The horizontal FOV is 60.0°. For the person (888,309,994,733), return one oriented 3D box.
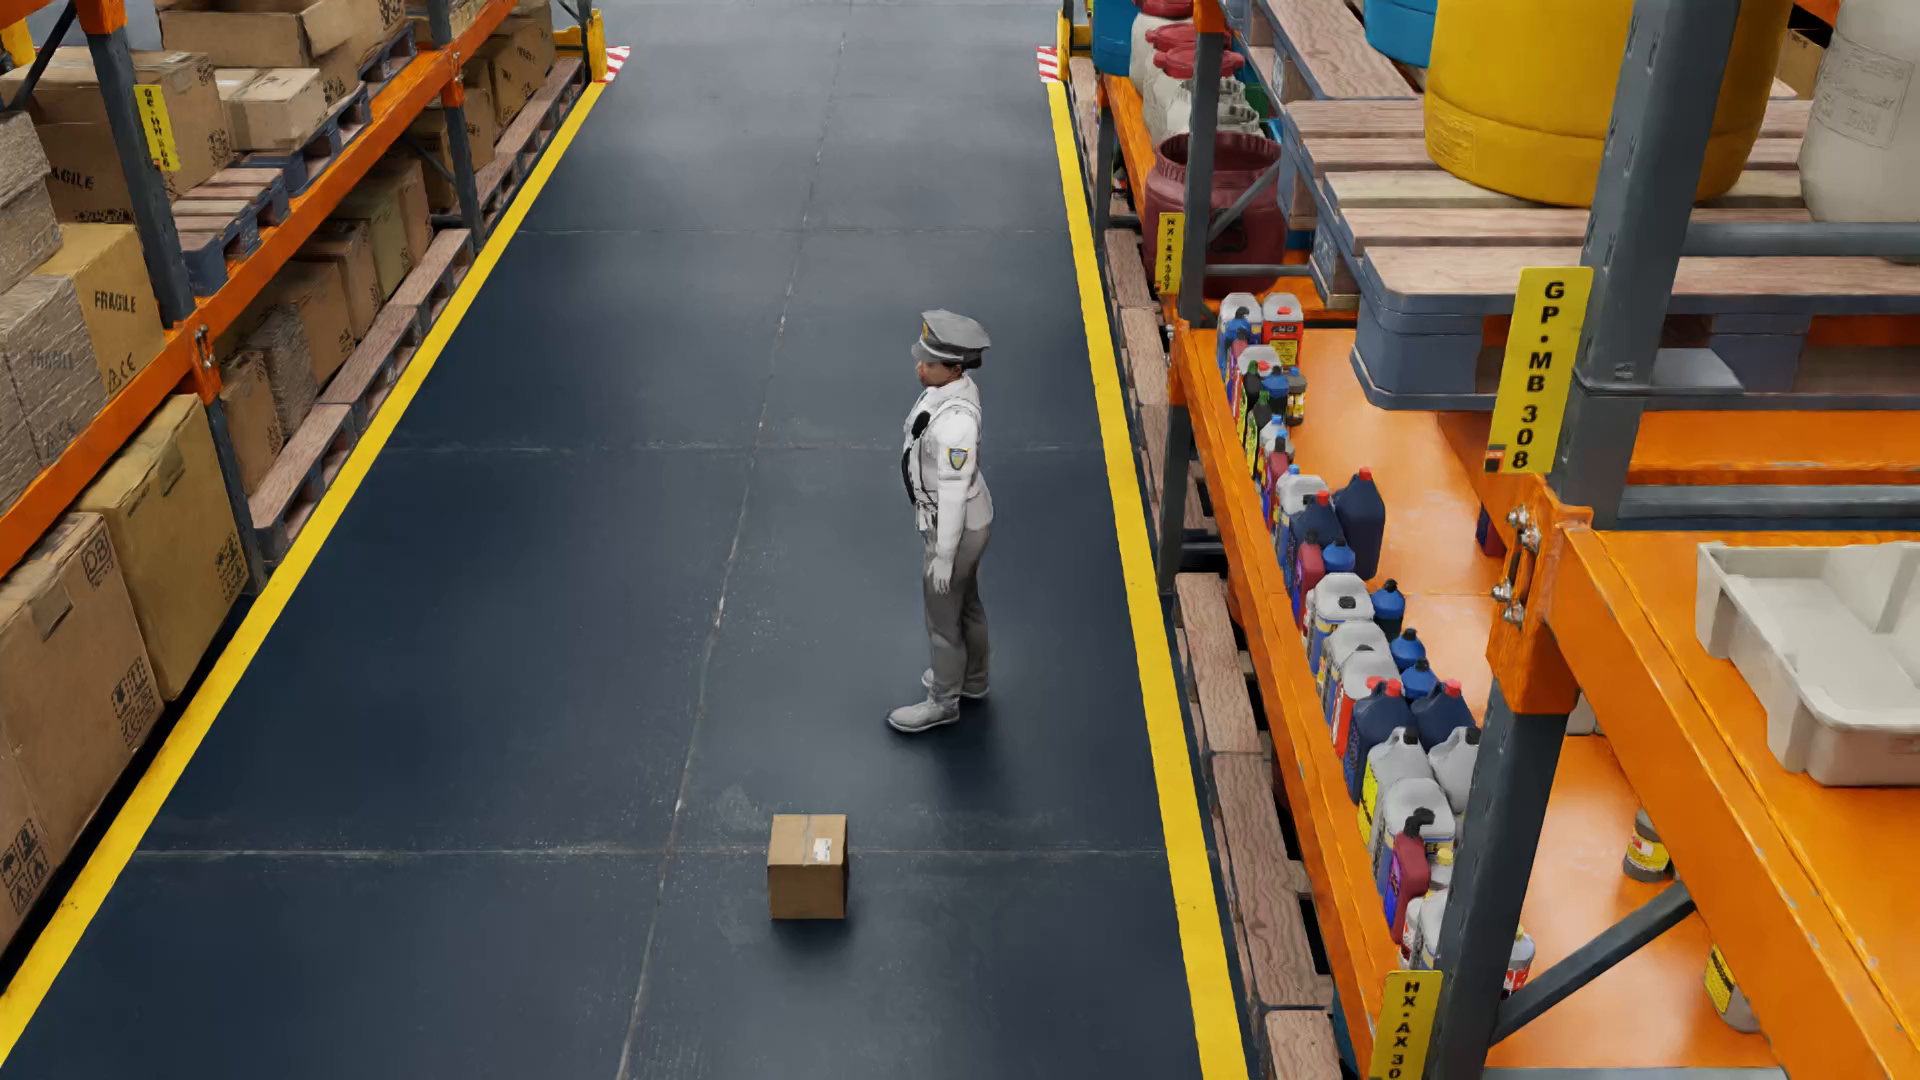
[{"bbox_3d":[-0.080,-0.063,6.181,0.405,1.685,0.569,-1,32,-1],"label":"person"}]
